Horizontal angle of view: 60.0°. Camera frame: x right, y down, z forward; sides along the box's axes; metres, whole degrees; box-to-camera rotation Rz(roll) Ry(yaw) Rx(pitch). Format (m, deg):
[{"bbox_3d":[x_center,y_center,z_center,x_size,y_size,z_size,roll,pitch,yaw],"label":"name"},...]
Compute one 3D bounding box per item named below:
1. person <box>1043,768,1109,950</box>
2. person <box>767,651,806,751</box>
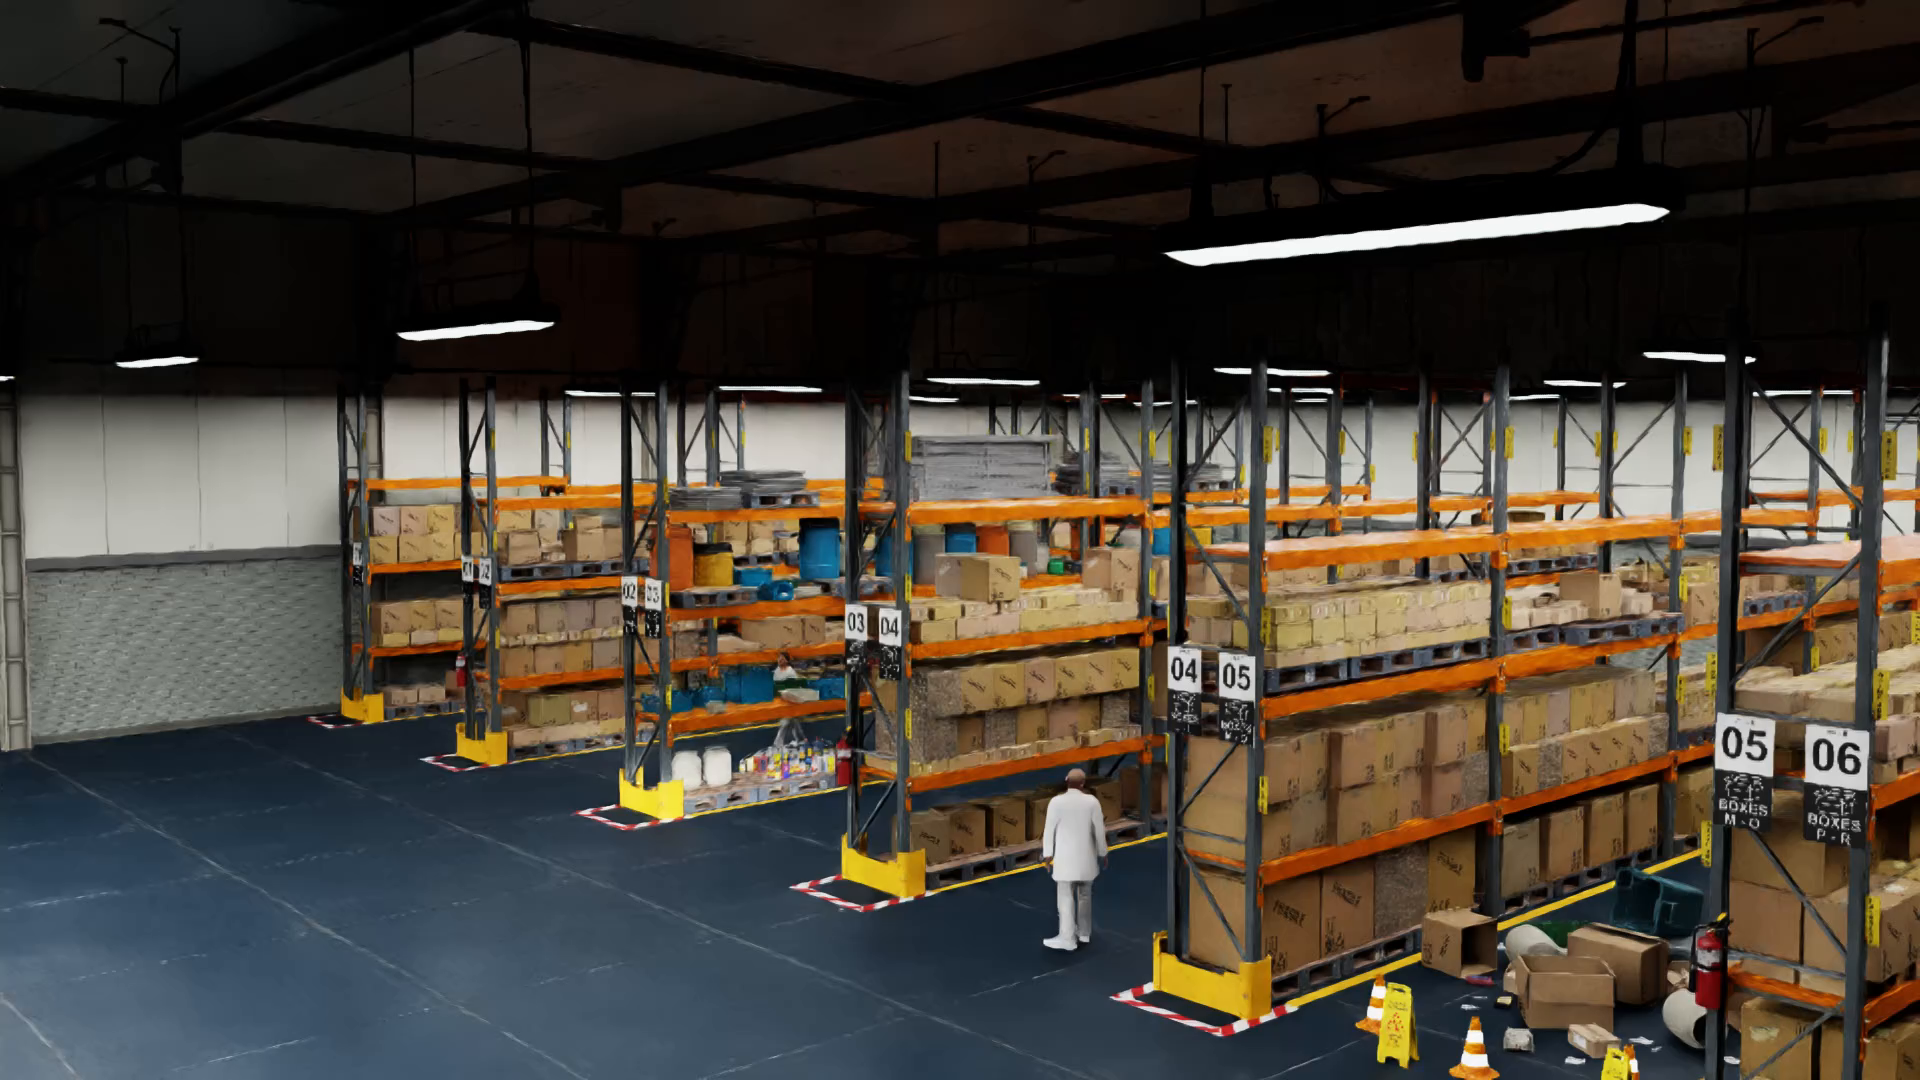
[{"bbox_3d":[1.150,3.166,16.699,0.674,1.763,0.629,-1,4,-13],"label":"person"},{"bbox_3d":[-2.840,2.585,26.861,0.444,1.604,1.016,3,5,40],"label":"person"}]
